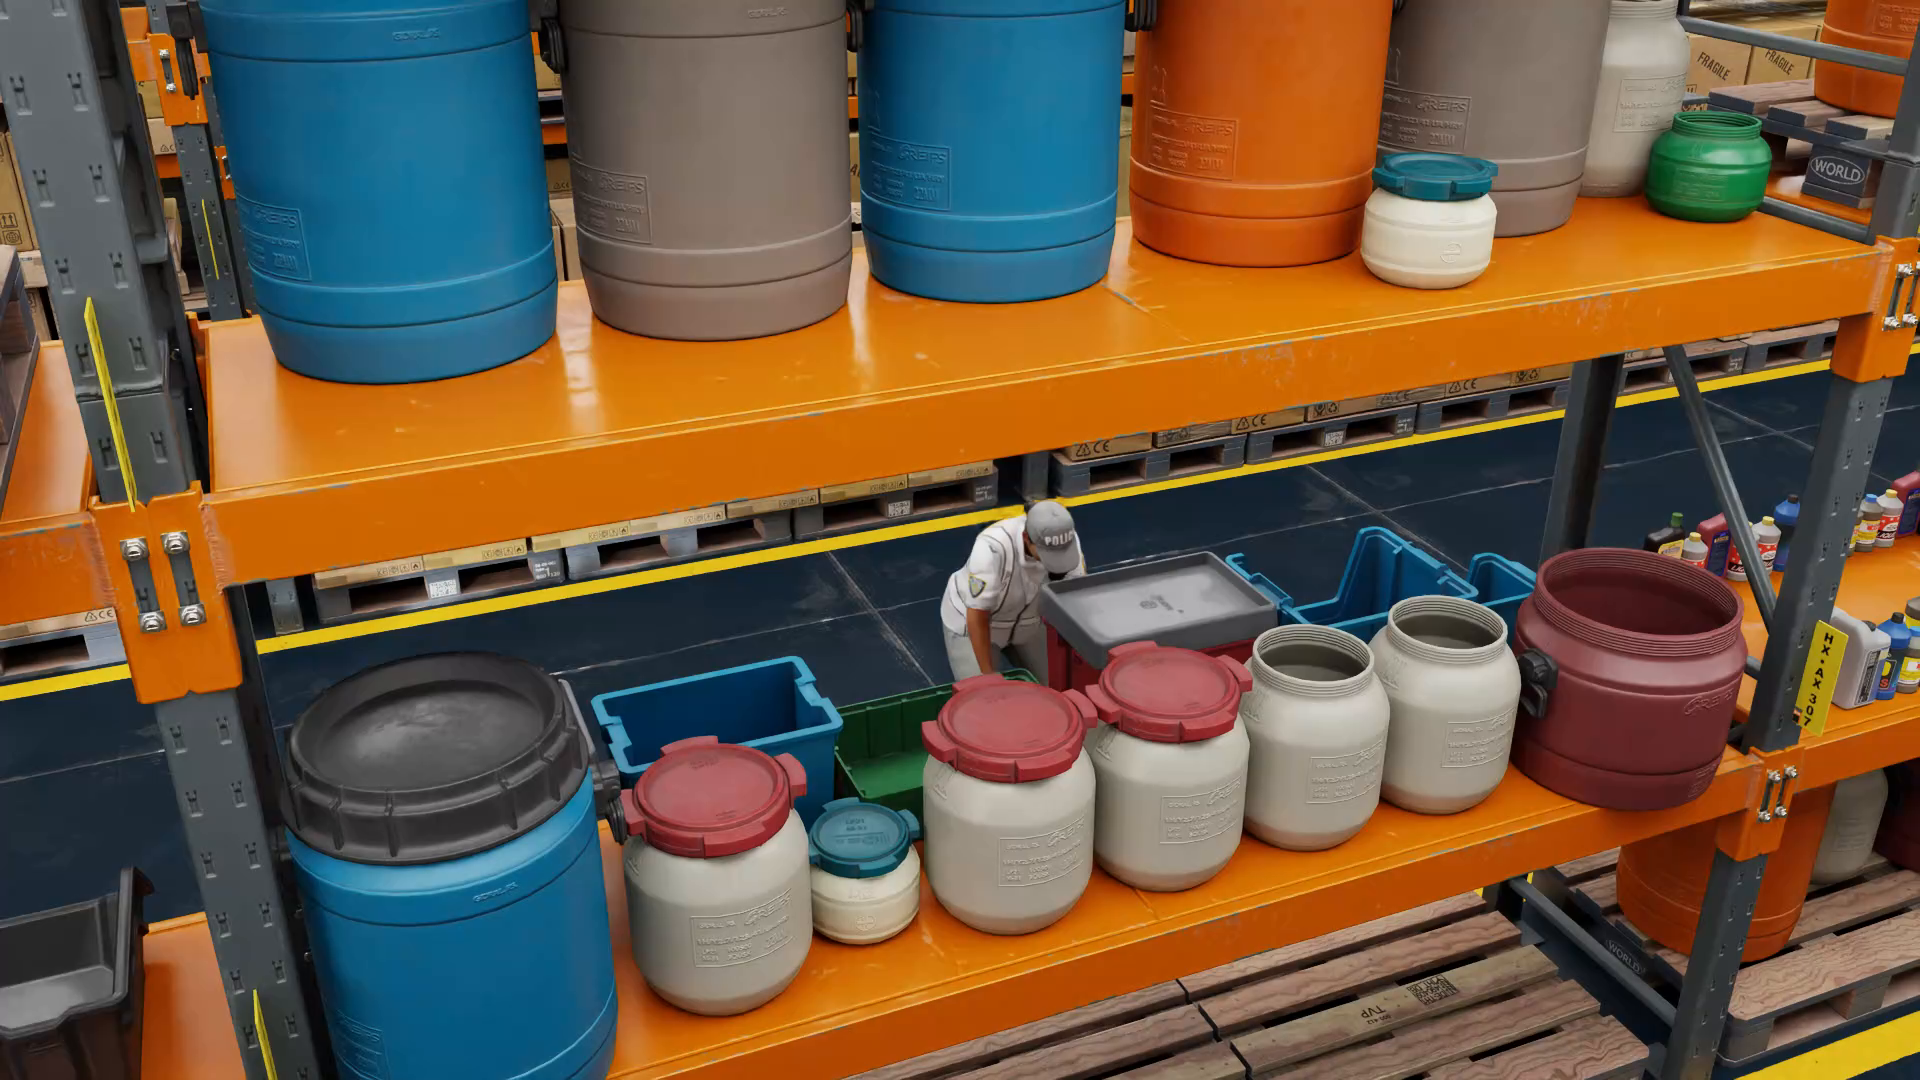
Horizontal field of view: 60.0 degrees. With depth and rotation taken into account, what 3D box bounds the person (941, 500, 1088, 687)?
[{"bbox_3d":[0.240,0.407,6.585,0.533,1.406,0.709,-10,28,-20],"label":"person"}]
